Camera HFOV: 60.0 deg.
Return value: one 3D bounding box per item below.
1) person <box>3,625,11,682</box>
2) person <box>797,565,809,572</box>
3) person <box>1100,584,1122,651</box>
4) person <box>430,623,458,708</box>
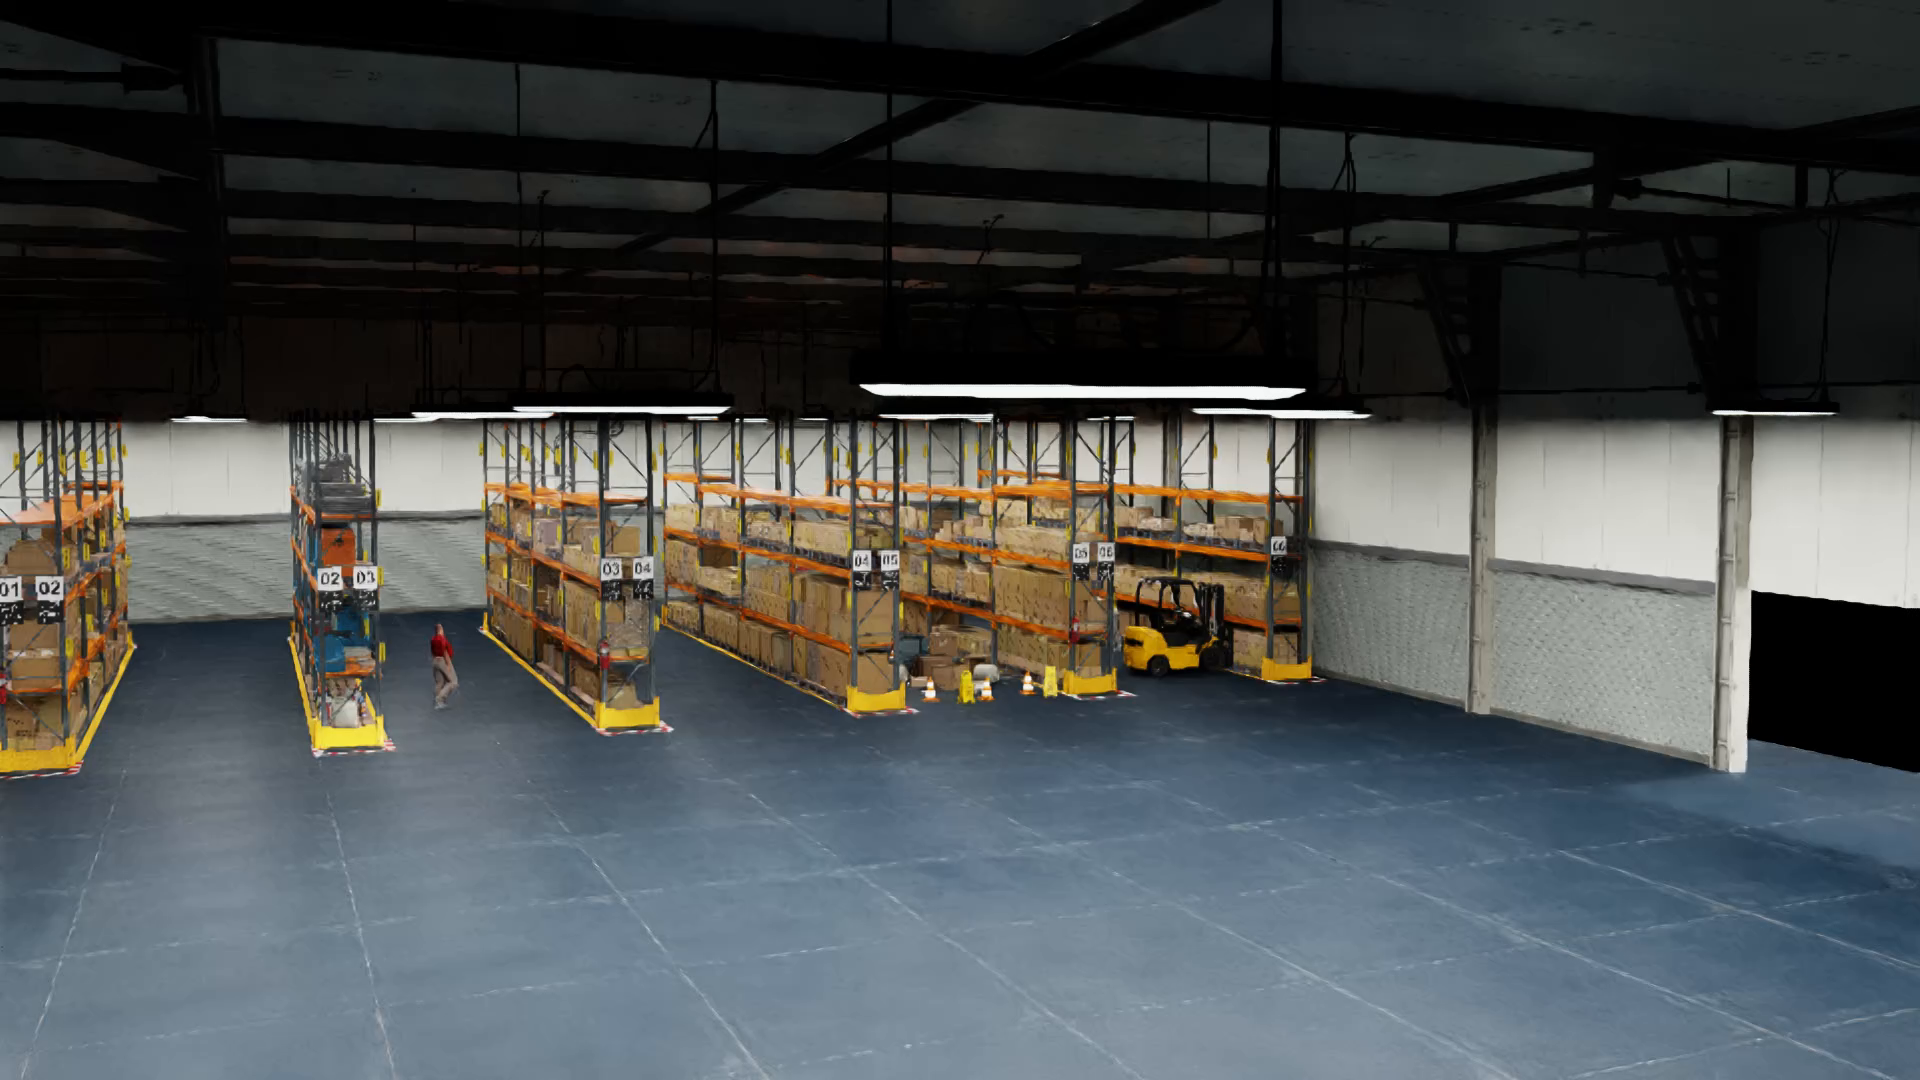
[{"bbox_3d":[-21.177,2.300,36.608,0.702,1.735,0.549,-2,4,-24],"label":"person"},{"bbox_3d":[-5.126,1.049,54.194,0.551,1.786,0.711,3,5,37],"label":"person"},{"bbox_3d":[3.796,1.944,41.885,0.555,1.663,0.585,0,4,2],"label":"person"},{"bbox_3d":[-10.382,2.528,33.311,0.588,1.719,0.450,3,5,39],"label":"person"}]
